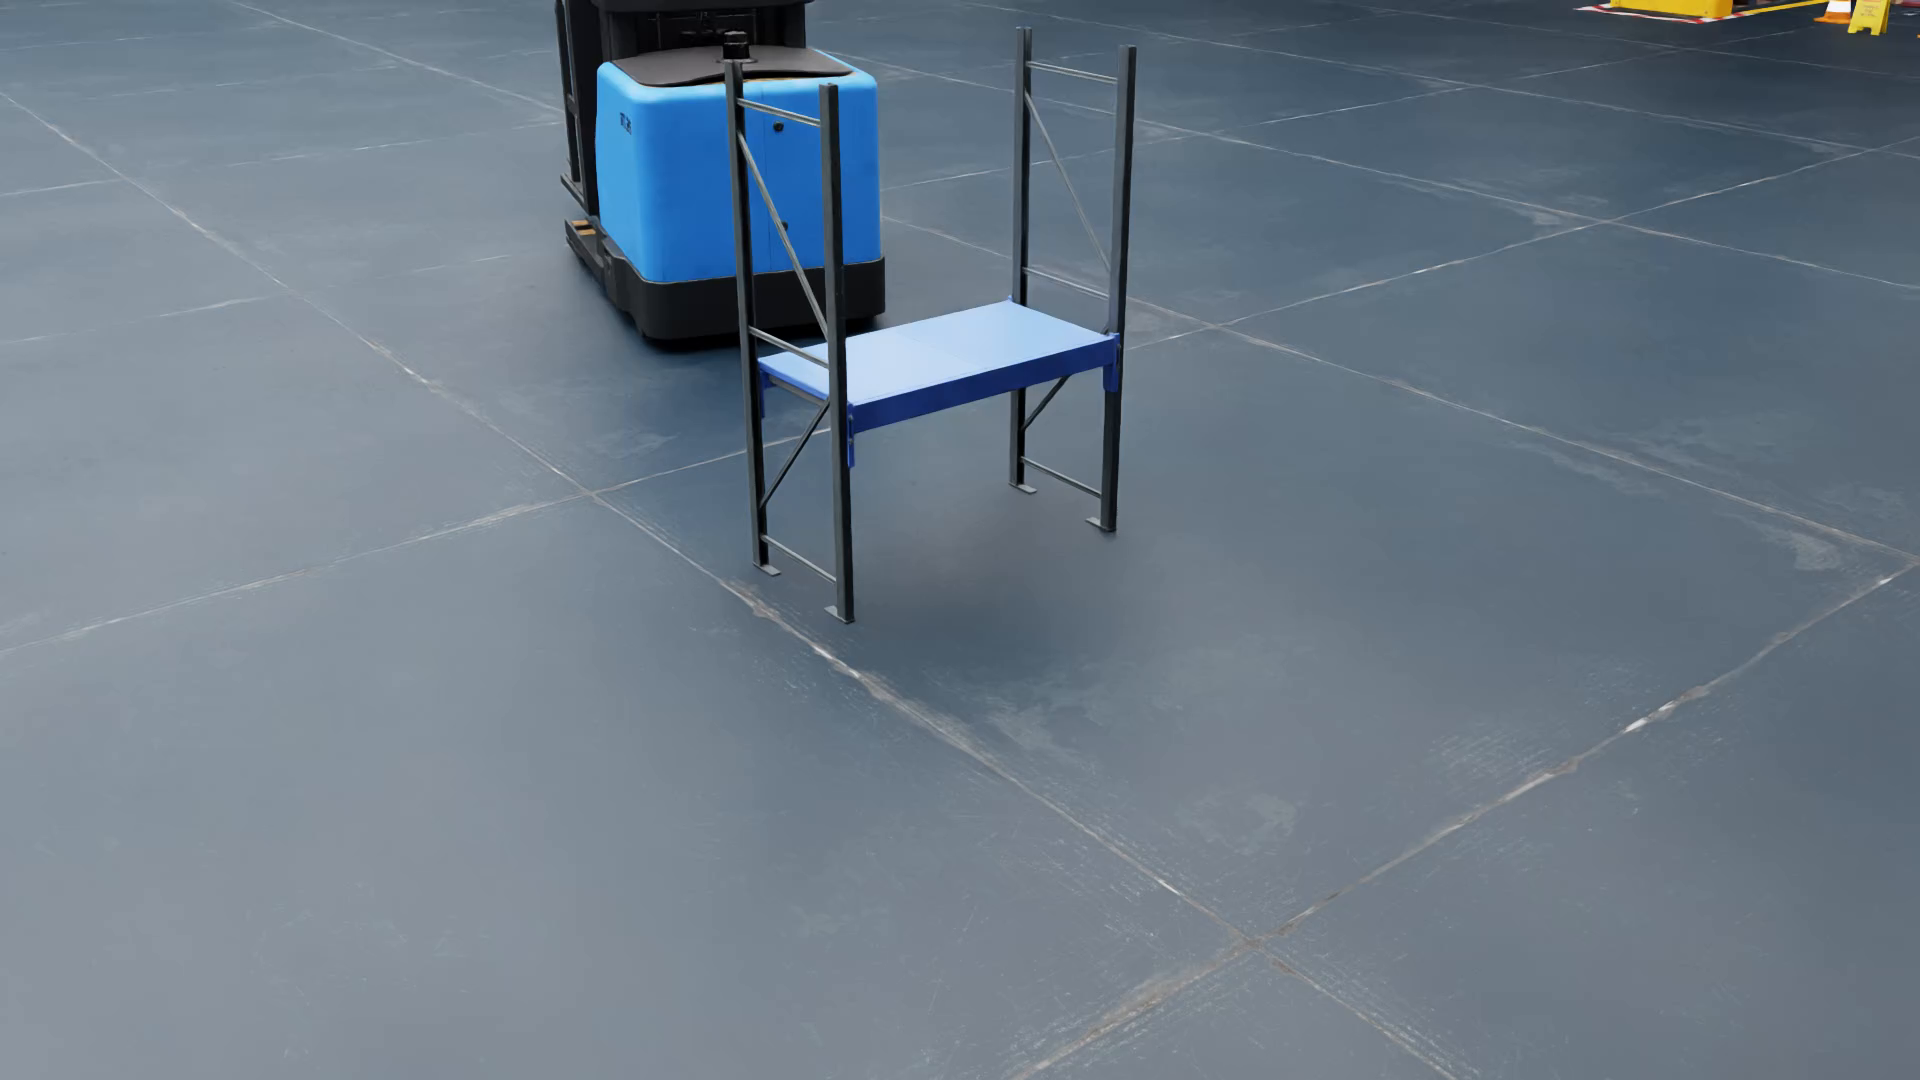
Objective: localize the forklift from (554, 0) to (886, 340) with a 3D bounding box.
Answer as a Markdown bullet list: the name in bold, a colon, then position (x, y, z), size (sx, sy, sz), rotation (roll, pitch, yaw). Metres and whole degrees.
- **forklift**: position (-1.338, -2.750, 7.694), size (1.130, 2.935, 3.031), rotation (-9, 27, -20)

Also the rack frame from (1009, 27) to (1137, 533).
- **rack frame**: position (0.333, -0.790, 5.171), size (0.032, 1.500, 0.500), rotation (-18, 31, -34)

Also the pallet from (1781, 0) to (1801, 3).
- **pallet**: position (8.695, -5.980, 17.885), size (1.213, 0.211, 1.003), rotation (-18, 31, -34)

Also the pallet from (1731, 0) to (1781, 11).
- **pallet**: position (7.735, -5.665, 17.206), size (1.213, 0.211, 1.003), rotation (-18, 31, -34)

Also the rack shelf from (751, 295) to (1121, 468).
- **rack shelf**: position (-0.067, -0.495, 4.962), size (1.000, 0.185, 0.538), rotation (-18, 31, -34)

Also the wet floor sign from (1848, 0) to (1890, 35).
- **wet floor sign**: position (8.354, -4.965, 15.182), size (0.267, 0.644, 0.232), rotation (21, 32, 37)

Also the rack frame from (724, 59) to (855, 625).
- **rack frame**: position (-0.467, -0.526, 4.602), size (0.032, 1.500, 0.500), rotation (-18, 31, -34)

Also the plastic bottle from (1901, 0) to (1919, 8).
- **plastic bottle**: position (9.764, -5.463, 16.950), size (0.283, 0.061, 0.133), rotation (15, 29, 29)

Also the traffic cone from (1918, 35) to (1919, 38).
- **traffic cone**: position (8.878, -4.751, 14.936), size (0.334, 0.463, 0.336), rotation (-18, 31, -34)

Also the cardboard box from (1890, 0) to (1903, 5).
- **cardboard box**: position (9.714, -5.860, 17.279), size (0.500, 0.500, 0.500), rotation (-13, 28, -25)

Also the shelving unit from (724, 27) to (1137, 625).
- **shelving unit**: position (-0.067, -0.658, 4.887), size (1.048, 1.500, 0.538), rotation (-18, 31, -34)

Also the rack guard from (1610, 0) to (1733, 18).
- **rack guard**: position (7.136, -5.556, 16.628), size (0.348, 0.500, 1.175), rotation (-18, 31, -34)

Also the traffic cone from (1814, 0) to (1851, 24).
- **traffic cone**: position (8.449, -5.213, 15.933), size (0.334, 0.463, 0.336), rotation (-18, 31, -34)
